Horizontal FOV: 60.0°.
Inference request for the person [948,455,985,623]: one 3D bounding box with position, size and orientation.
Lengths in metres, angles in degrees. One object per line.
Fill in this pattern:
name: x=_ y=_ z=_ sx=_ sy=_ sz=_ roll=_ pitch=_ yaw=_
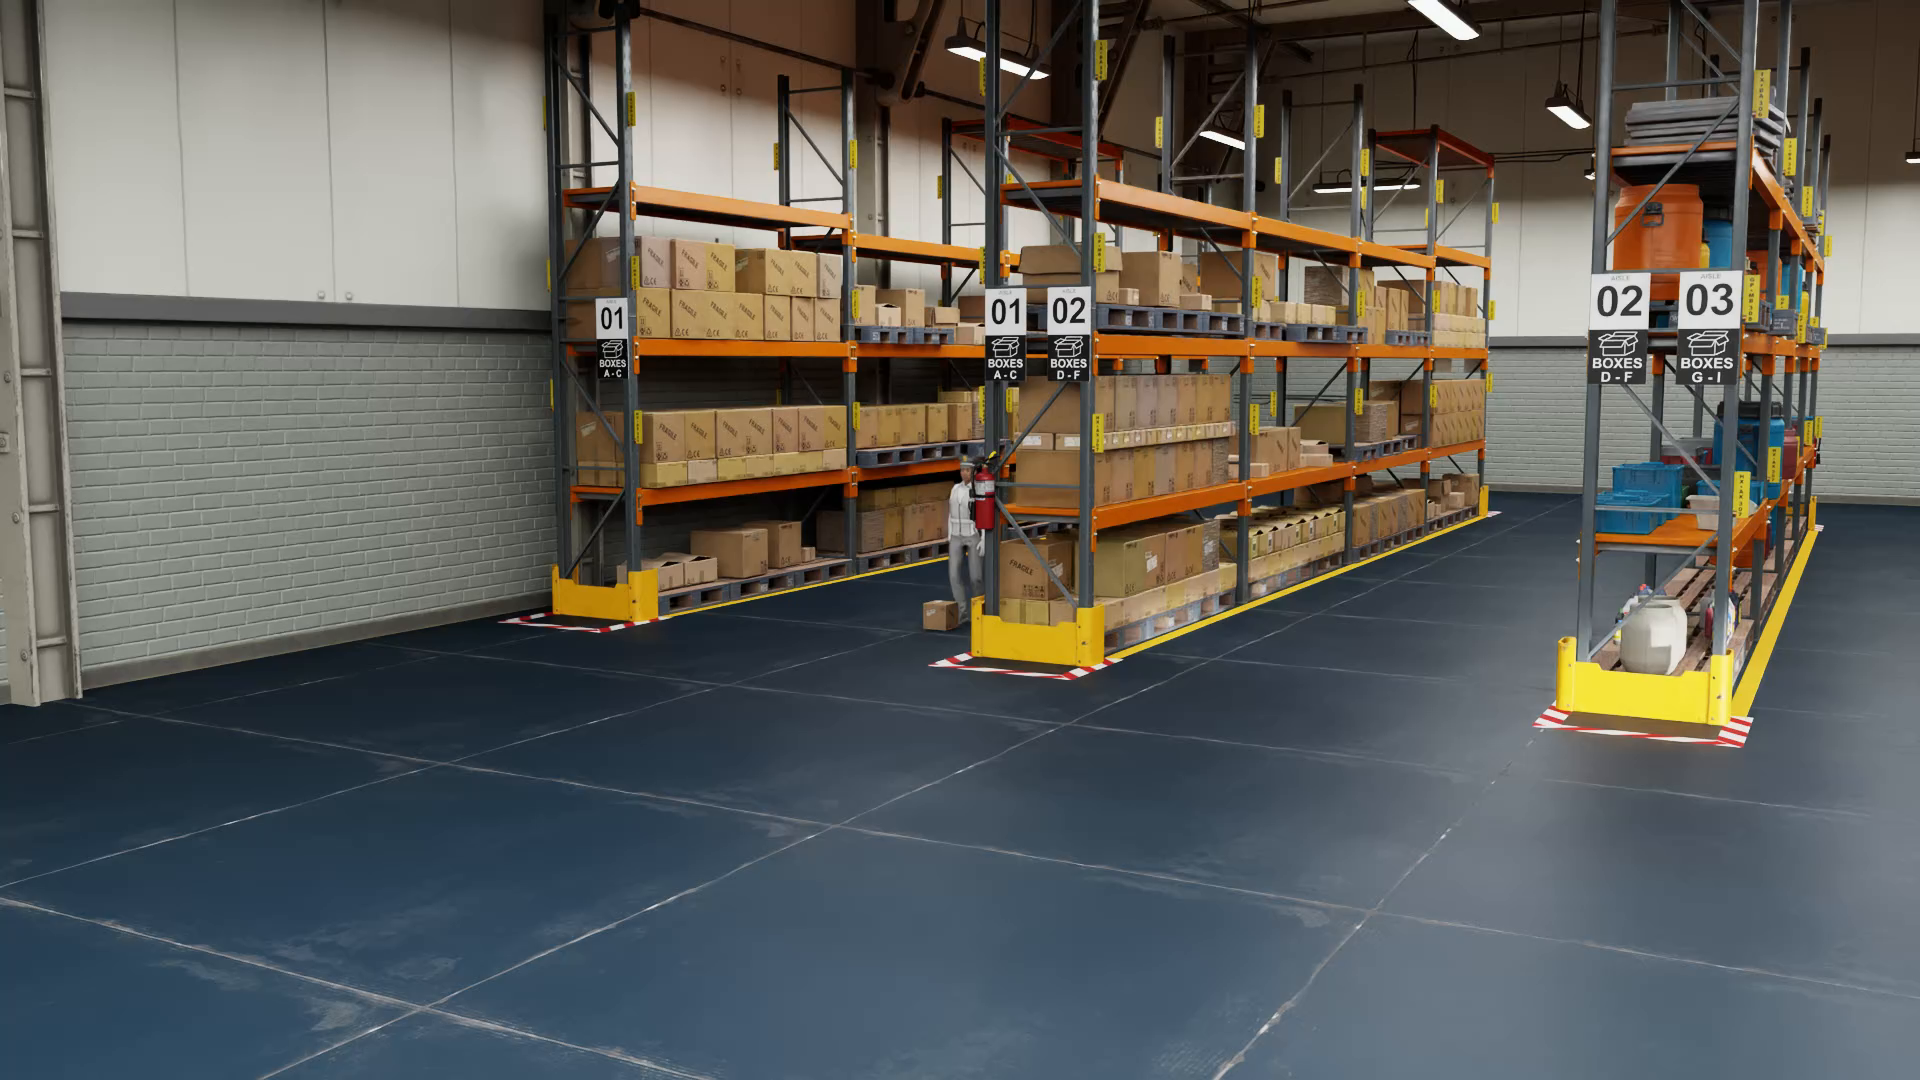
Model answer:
person: x=0.076 y=0.019 z=16.449 sx=0.487 sy=1.726 sz=0.383 roll=4 pitch=7 yaw=30
